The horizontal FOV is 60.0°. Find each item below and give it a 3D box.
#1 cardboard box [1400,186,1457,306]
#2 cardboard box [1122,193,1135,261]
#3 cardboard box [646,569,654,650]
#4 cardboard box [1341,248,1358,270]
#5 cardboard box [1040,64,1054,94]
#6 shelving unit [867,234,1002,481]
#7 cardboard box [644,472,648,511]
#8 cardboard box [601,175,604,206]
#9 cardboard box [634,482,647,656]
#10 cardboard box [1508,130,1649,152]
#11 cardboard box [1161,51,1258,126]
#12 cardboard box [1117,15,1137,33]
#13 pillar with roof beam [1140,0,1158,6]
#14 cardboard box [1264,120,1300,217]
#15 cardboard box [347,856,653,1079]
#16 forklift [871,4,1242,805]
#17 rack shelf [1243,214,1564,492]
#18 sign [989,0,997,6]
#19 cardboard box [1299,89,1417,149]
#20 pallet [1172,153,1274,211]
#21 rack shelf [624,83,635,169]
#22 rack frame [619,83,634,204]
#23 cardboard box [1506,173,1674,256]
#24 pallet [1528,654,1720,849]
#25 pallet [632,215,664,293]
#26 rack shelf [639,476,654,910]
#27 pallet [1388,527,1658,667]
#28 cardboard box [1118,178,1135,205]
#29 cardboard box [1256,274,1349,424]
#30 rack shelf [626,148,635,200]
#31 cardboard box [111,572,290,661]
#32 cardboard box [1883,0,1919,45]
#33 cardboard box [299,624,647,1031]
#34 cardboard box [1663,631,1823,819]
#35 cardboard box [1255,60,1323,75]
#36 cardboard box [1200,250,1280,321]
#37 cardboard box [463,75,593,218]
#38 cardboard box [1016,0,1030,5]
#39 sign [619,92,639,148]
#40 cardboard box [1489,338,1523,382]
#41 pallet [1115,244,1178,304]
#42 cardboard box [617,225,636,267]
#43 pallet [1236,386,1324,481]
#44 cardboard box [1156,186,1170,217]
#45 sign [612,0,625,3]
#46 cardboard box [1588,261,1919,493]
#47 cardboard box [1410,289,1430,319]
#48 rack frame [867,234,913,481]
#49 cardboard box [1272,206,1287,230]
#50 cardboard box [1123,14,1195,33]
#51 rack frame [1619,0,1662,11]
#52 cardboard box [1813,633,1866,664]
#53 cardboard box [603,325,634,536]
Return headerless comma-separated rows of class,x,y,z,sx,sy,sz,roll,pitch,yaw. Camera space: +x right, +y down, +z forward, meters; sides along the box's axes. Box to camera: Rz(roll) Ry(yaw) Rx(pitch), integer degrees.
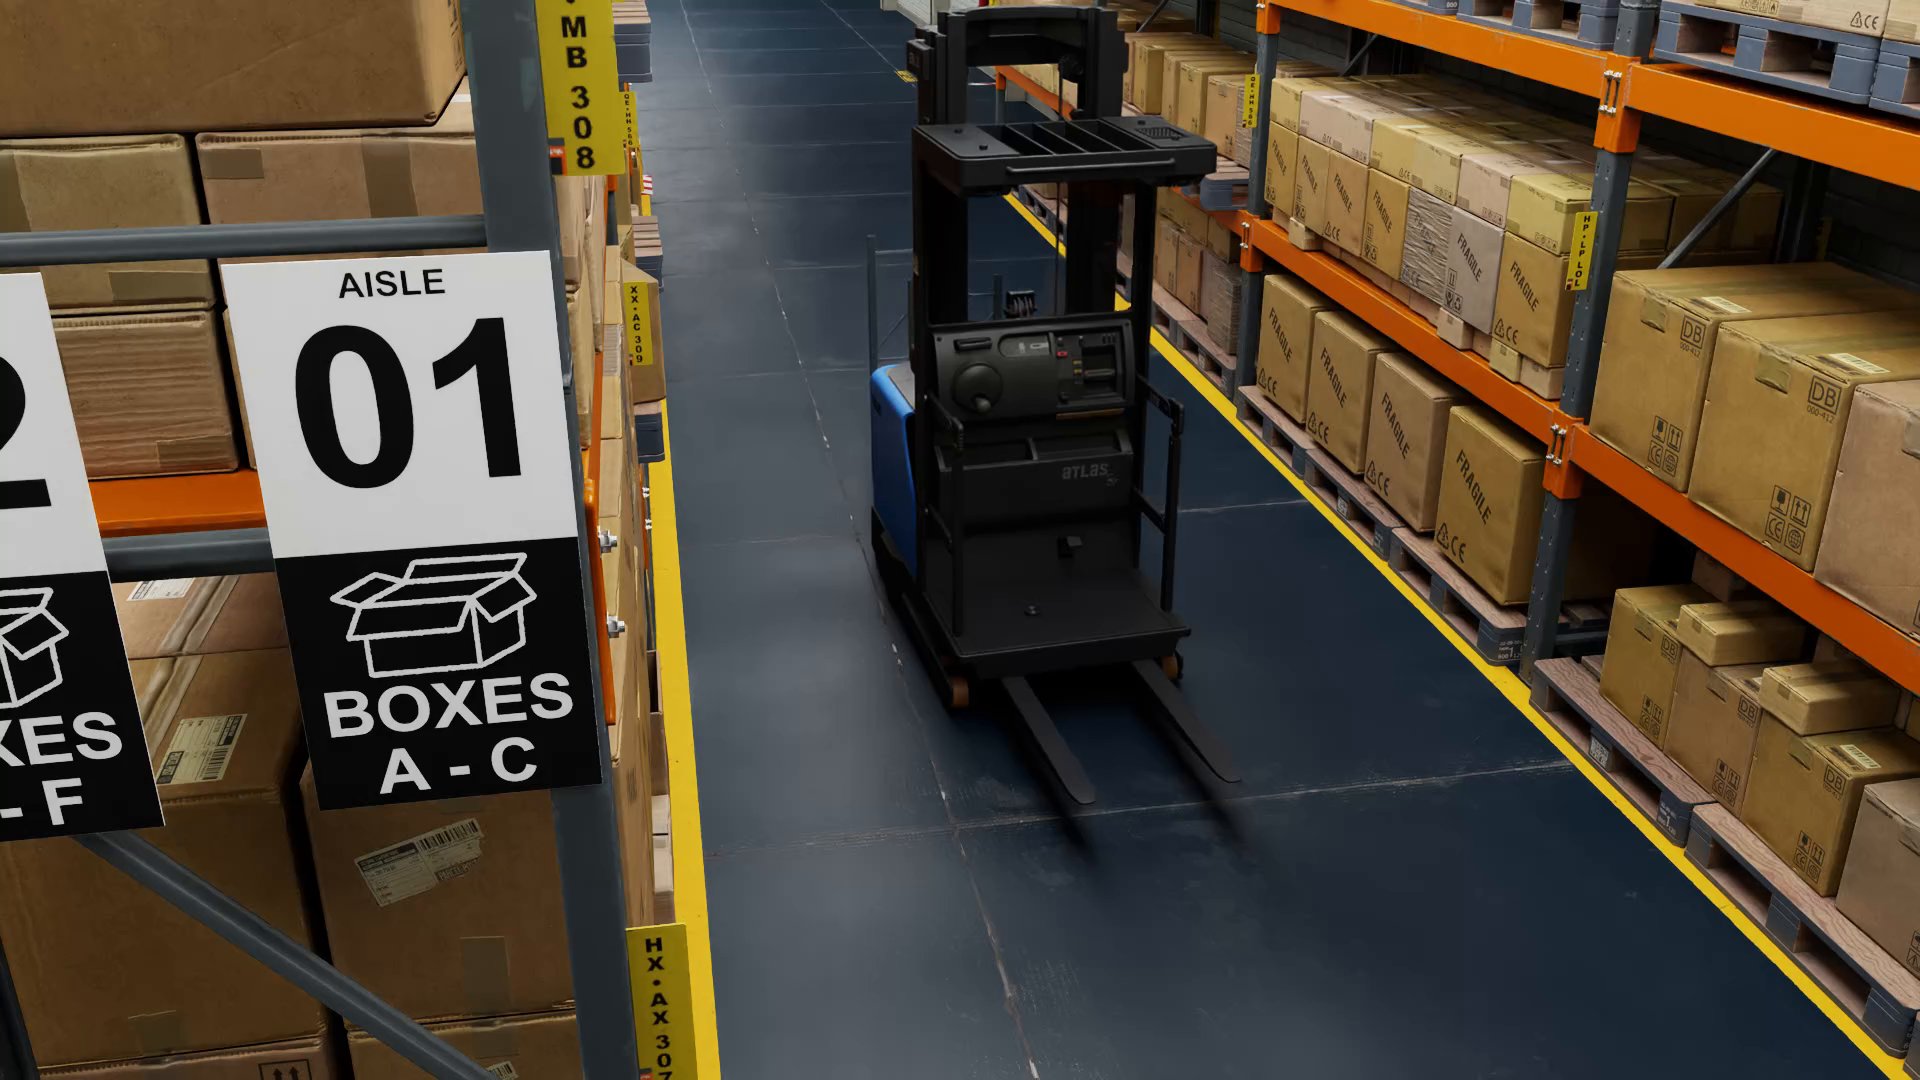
cardboard box,2.590,-1.499,8.413,0.500,0.500,0.500,-4,24,-10
cardboard box,1.785,-2.661,14.169,0.700,0.500,0.500,-3,24,-8
cardboard box,-1.606,0.357,7.258,0.500,0.500,0.500,-5,24,-12
cardboard box,2.434,-1.666,9.605,0.380,0.149,0.250,-4,24,-9
cardboard box,1.055,-4.391,15.718,0.500,0.250,0.500,-4,24,-10
shelving unit,-0.156,-0.877,9.384,0.538,1.500,1.048,-6,24,-14
cardboard box,-1.996,-0.454,9.115,0.500,0.500,0.500,-5,24,-12
cardboard box,-1.134,-0.922,4.054,0.500,0.250,0.500,-4,24,-10
cardboard box,-1.217,0.158,5.016,0.500,0.500,0.500,-4,24,-9
cardboard box,3.082,-1.884,8.357,0.500,0.250,0.500,-5,24,-12
cardboard box,1.942,-3.461,12.752,0.700,0.500,0.500,-1,24,-2
cardboard box,1.241,-4.340,14.666,0.500,0.500,0.500,-4,24,-10
pillar with roof beam,-2.358,-7.686,15.605,9.100,9.000,0.400,-4,24,-10
cardboard box,2.210,-2.301,10.250,0.500,0.500,0.500,-4,24,-8
cardboard box,-0.839,0.955,3.191,0.500,0.500,0.500,-4,24,-9
forklift,0.397,-0.747,7.298,1.130,2.935,3.031,-6,24,-14
rack shelf,2.742,-1.204,9.157,1.077,0.370,4.000,-4,24,-10
sign,0.360,-5.823,17.754,0.100,0.325,0.005,-4,24,-10
cardboard box,2.303,-2.446,9.644,0.500,0.250,0.500,-5,24,-10
pallet,2.136,-2.504,11.476,1.213,0.211,1.003,-4,24,-10
rack shelf,-3.605,-3.982,15.519,1.077,0.370,4.000,-4,24,-10
rack frame,-3.235,-3.525,13.574,1.000,3.000,0.127,-4,24,-10
cardboard box,2.774,-1.446,7.355,0.500,0.250,0.500,-4,24,-8
pallet,3.176,0.836,7.072,1.003,0.211,1.213,-4,24,-10
pallet,-2.301,-1.603,9.411,1.213,0.211,1.003,-4,24,-10
rack shelf,-1.386,0.738,4.712,1.077,0.370,4.000,-4,24,-10
pallet,2.895,0.233,8.452,1.003,0.211,1.213,-4,24,-10
cardboard box,1.401,-3.355,15.757,0.500,0.500,0.500,-6,24,-14
cardboard box,2.379,-1.228,10.476,0.750,0.750,0.750,-5,24,-10
rack shelf,-2.865,-2.409,11.917,1.077,0.370,4.000,-4,24,-10
cardboard box,-1.463,0.337,3.355,0.500,0.500,0.500,-4,24,-8
cardboard box,3.163,-1.597,4.948,0.500,0.250,0.500,-5,24,-11
cardboard box,-0.839,0.497,2.991,0.500,0.500,0.500,-4,24,-8
cardboard box,3.239,0.706,6.484,0.700,0.500,0.500,-5,24,-10
cardboard box,2.205,-3.124,11.169,0.380,0.149,0.250,-8,25,-19
cardboard box,2.207,-1.867,12.350,0.700,0.500,0.500,-4,24,-10
cardboard box,-0.941,-0.759,3.054,0.500,0.250,0.500,-4,24,-10
cardboard box,0.857,-5.142,16.501,0.500,0.500,0.500,-5,24,-11
sign,-1.964,-2.490,9.856,0.100,0.325,0.005,-4,24,-10
cardboard box,2.701,-0.850,7.738,0.380,0.149,0.250,-4,24,-9
pallet,1.778,-2.309,14.274,1.003,0.211,1.213,-4,24,-10
cardboard box,-1.813,-1.085,7.338,0.700,0.500,0.500,-1,24,-1
pallet,2.444,-0.726,10.649,1.003,0.211,1.213,-4,24,-10
cardboard box,1.870,-2.832,13.623,0.500,0.250,0.500,-5,24,-11
sign,-1.224,-2.033,5.764,0.100,0.325,0.005,-4,24,-10
cardboard box,3.196,-0.669,6.660,0.980,0.700,0.700,-4,24,-9
cardboard box,2.579,-1.256,8.666,0.380,0.149,0.250,-5,24,-11
rack frame,-0.287,-1.073,9.834,0.500,1.500,0.032,-6,24,-14
cardboard box,2.205,-2.067,10.525,0.380,0.149,0.250,-5,24,-11
cardboard box,1.751,-4.378,14.751,0.500,0.500,0.500,-5,24,-11
rack frame,3.112,-3.496,6.011,1.000,3.000,0.127,-4,24,-10
cardboard box,3.466,0.450,6.260,0.380,0.149,0.250,-5,24,-11
cardboard box,-1.217,-0.303,4.822,0.500,0.500,0.500,-4,24,-9
